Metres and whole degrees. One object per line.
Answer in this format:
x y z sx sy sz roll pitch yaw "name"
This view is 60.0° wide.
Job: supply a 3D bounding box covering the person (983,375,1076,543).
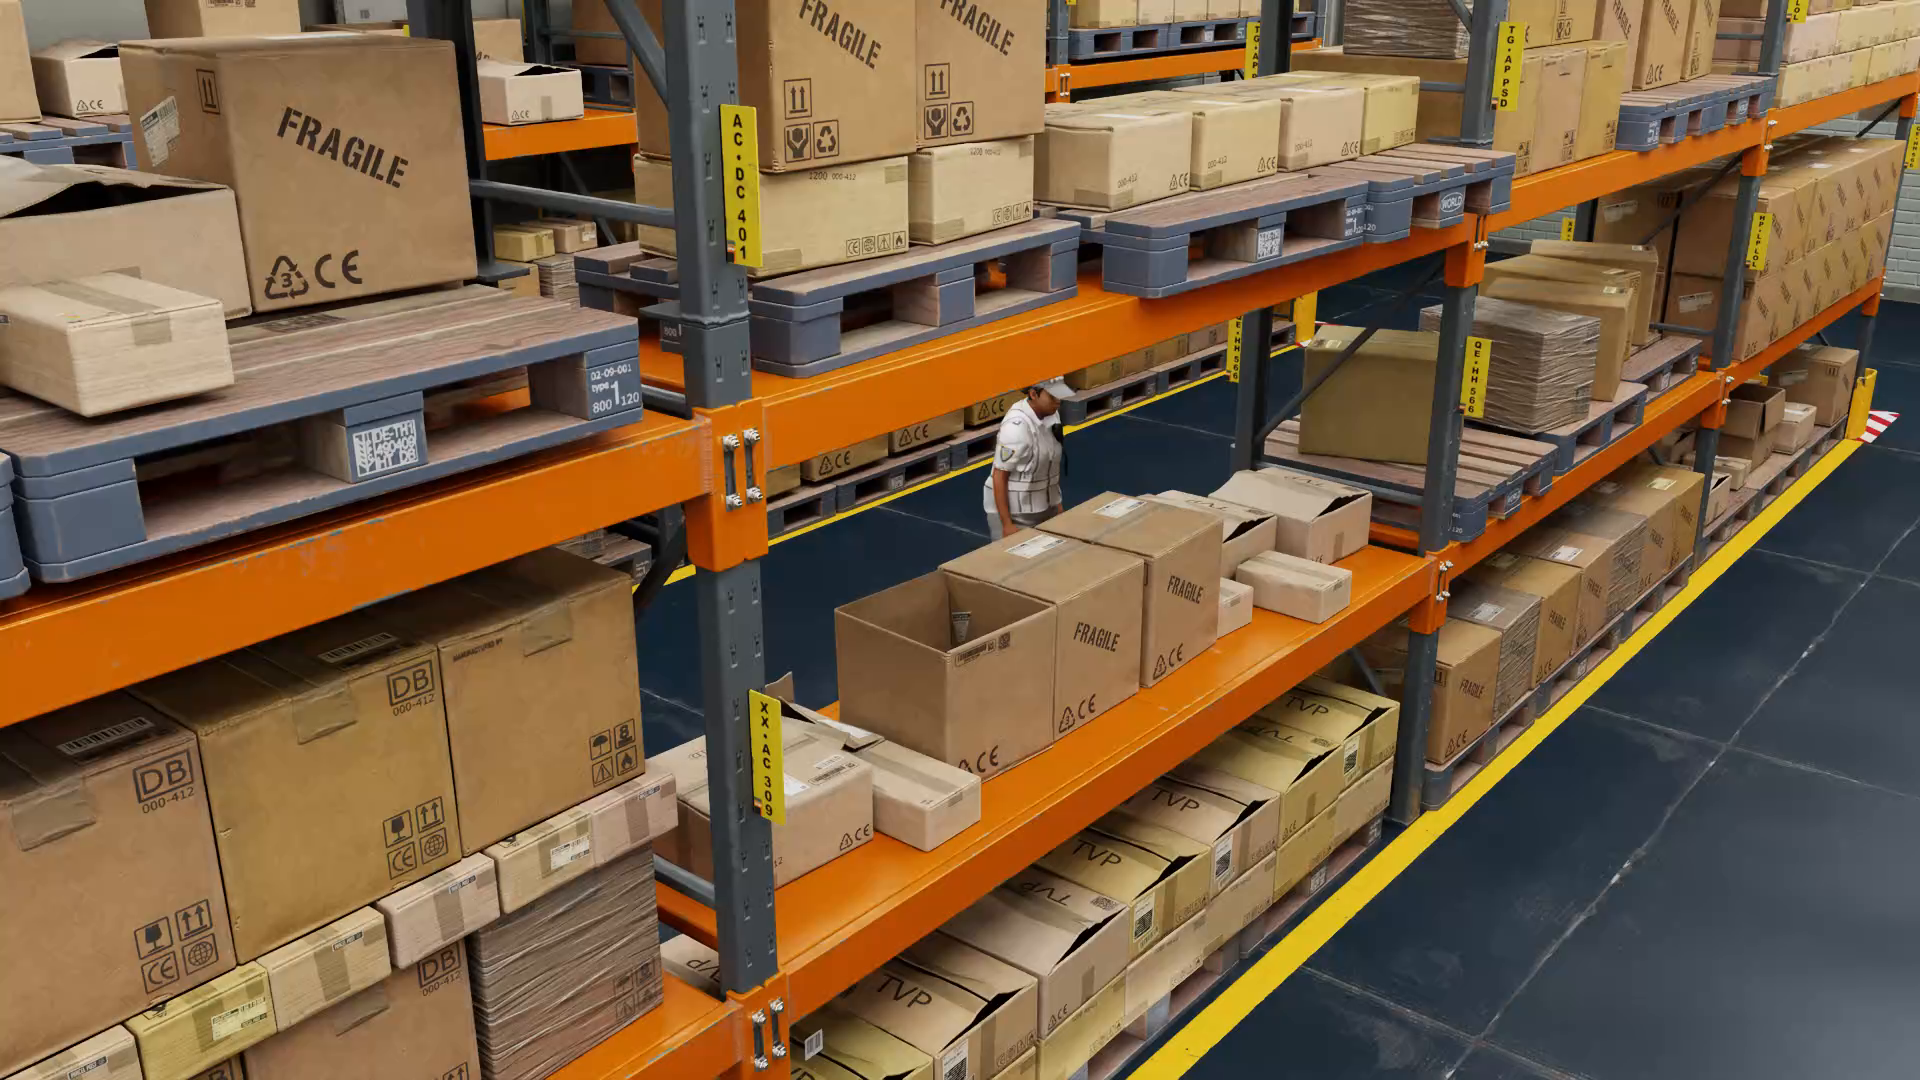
0.382 -0.134 8.929 0.473 1.666 0.550 15 25 36 "person"
